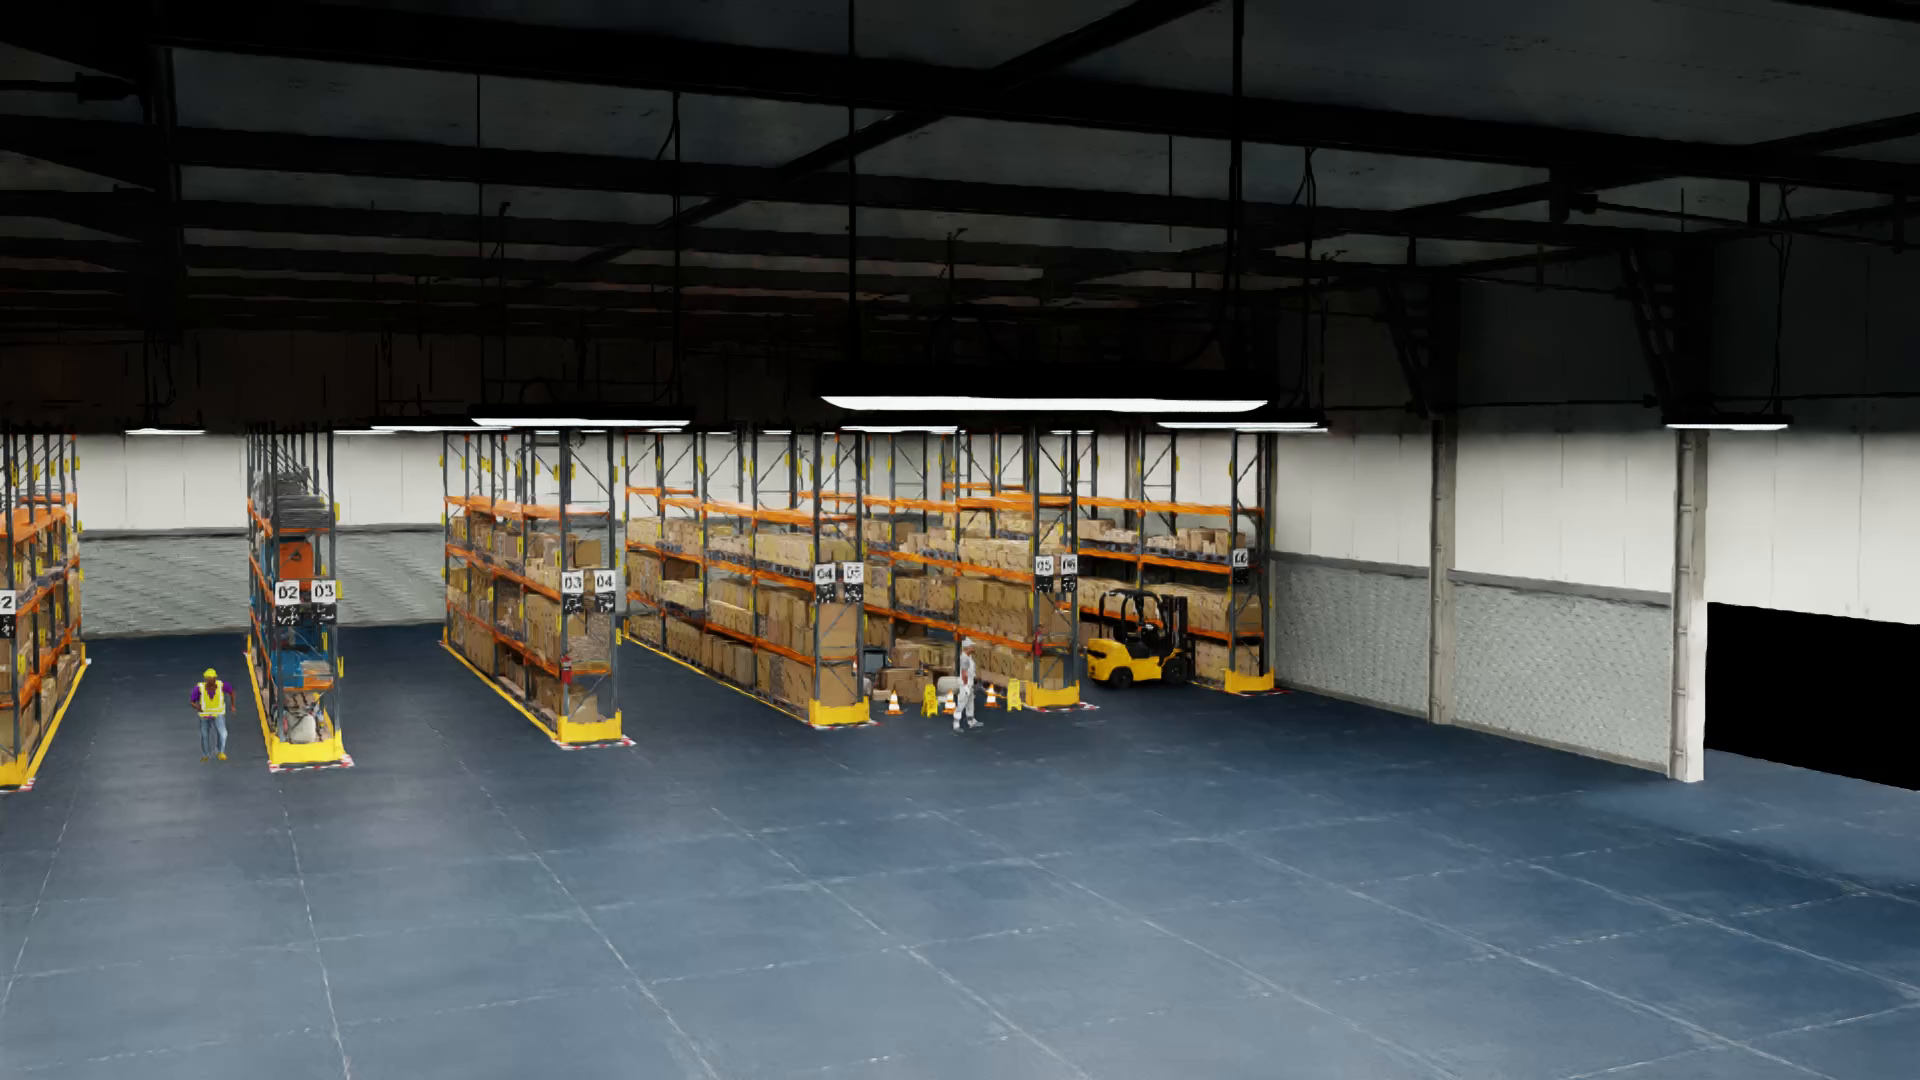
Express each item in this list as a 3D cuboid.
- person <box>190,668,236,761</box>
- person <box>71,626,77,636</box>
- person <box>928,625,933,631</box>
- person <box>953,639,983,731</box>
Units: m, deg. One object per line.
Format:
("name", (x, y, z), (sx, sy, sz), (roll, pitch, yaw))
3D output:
("person", (-13.075, 3.066, 29.106), (0.710, 1.690, 0.839), (-1, 4, -19))
("person", (-24.340, 2.063, 45.127), (0.696, 1.660, 0.847), (-3, 5, -43))
("person", (-1.063, 1.865, 48.790), (0.512, 1.594, 0.515), (0, 4, -6))
("person", (0.144, 2.797, 32.291), (0.530, 1.784, 0.702), (1, 4, 9))
